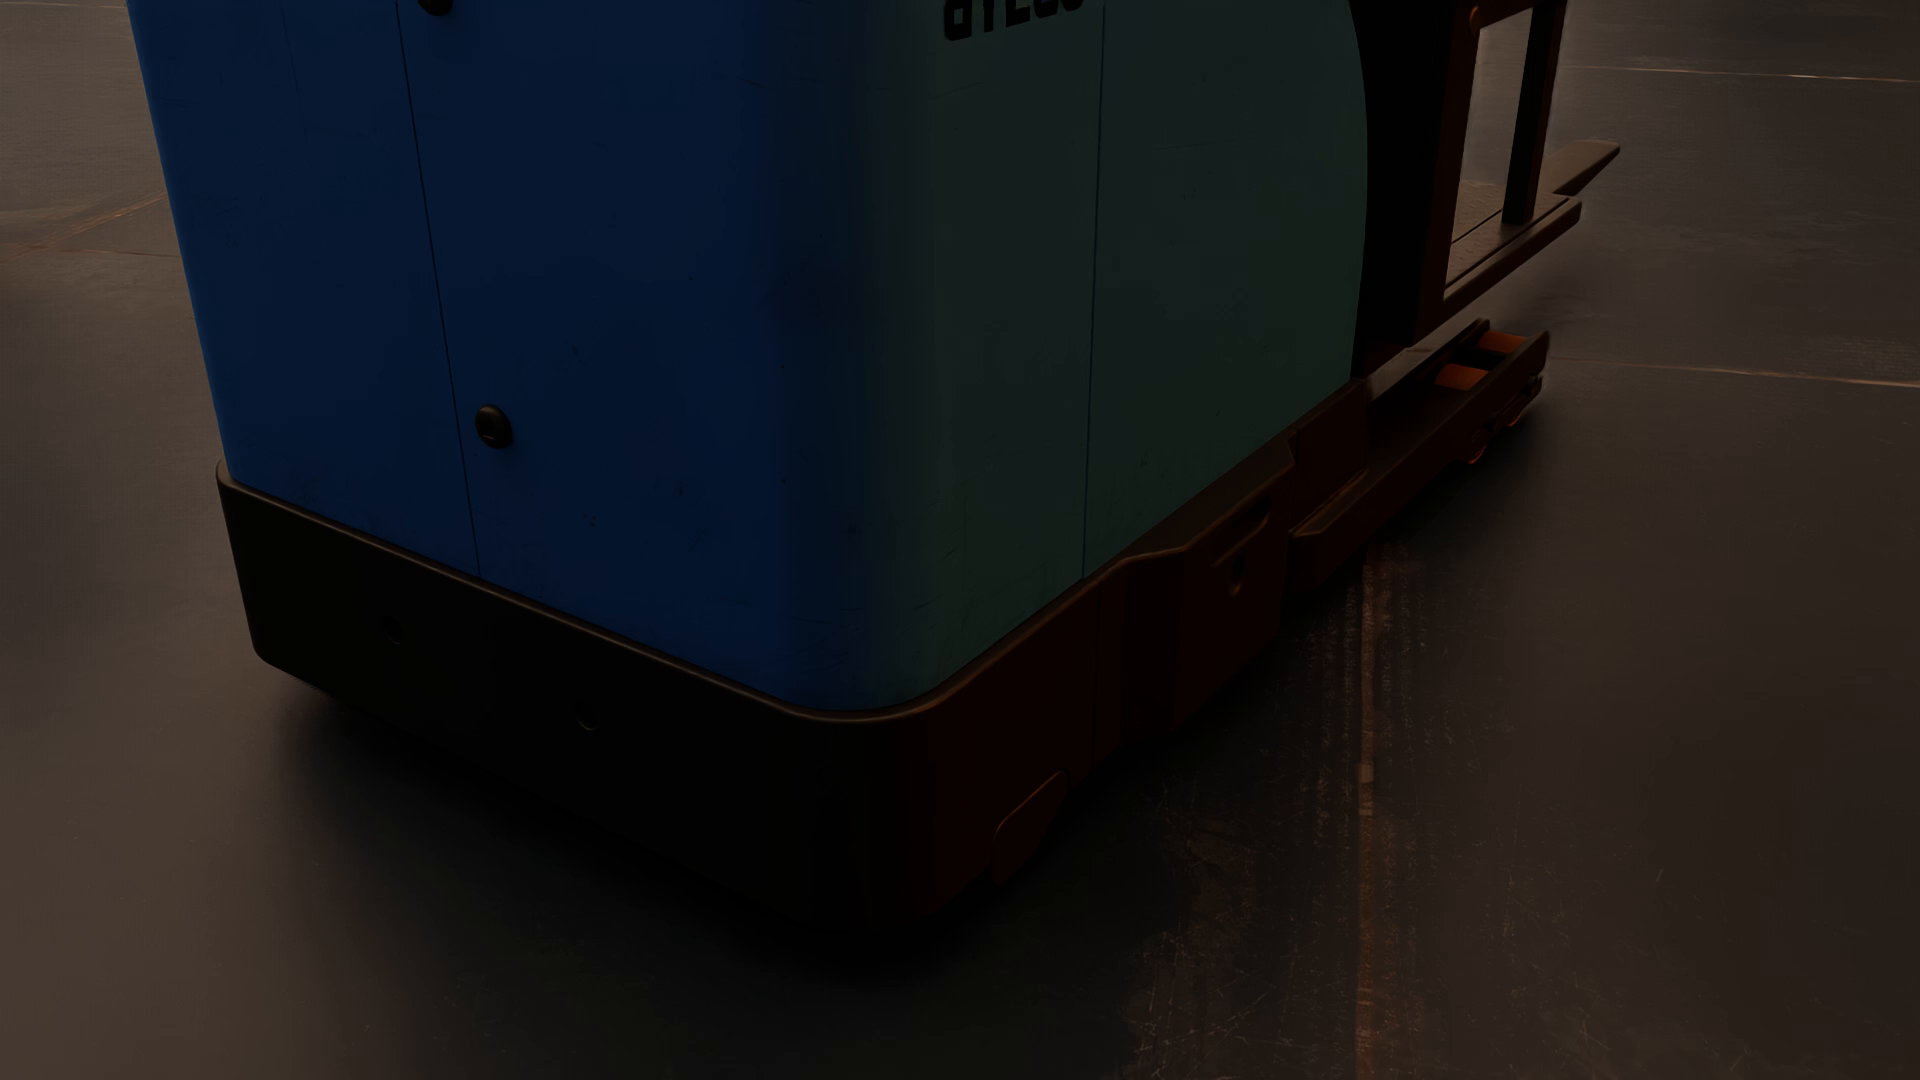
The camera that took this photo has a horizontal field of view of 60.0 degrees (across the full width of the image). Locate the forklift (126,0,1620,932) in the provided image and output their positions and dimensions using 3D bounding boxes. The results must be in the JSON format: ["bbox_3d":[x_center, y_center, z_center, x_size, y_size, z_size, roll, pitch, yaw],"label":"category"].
[{"bbox_3d":[0.363,-1.543,2.305,1.130,2.935,3.031,17,32,31],"label":"forklift"}]
